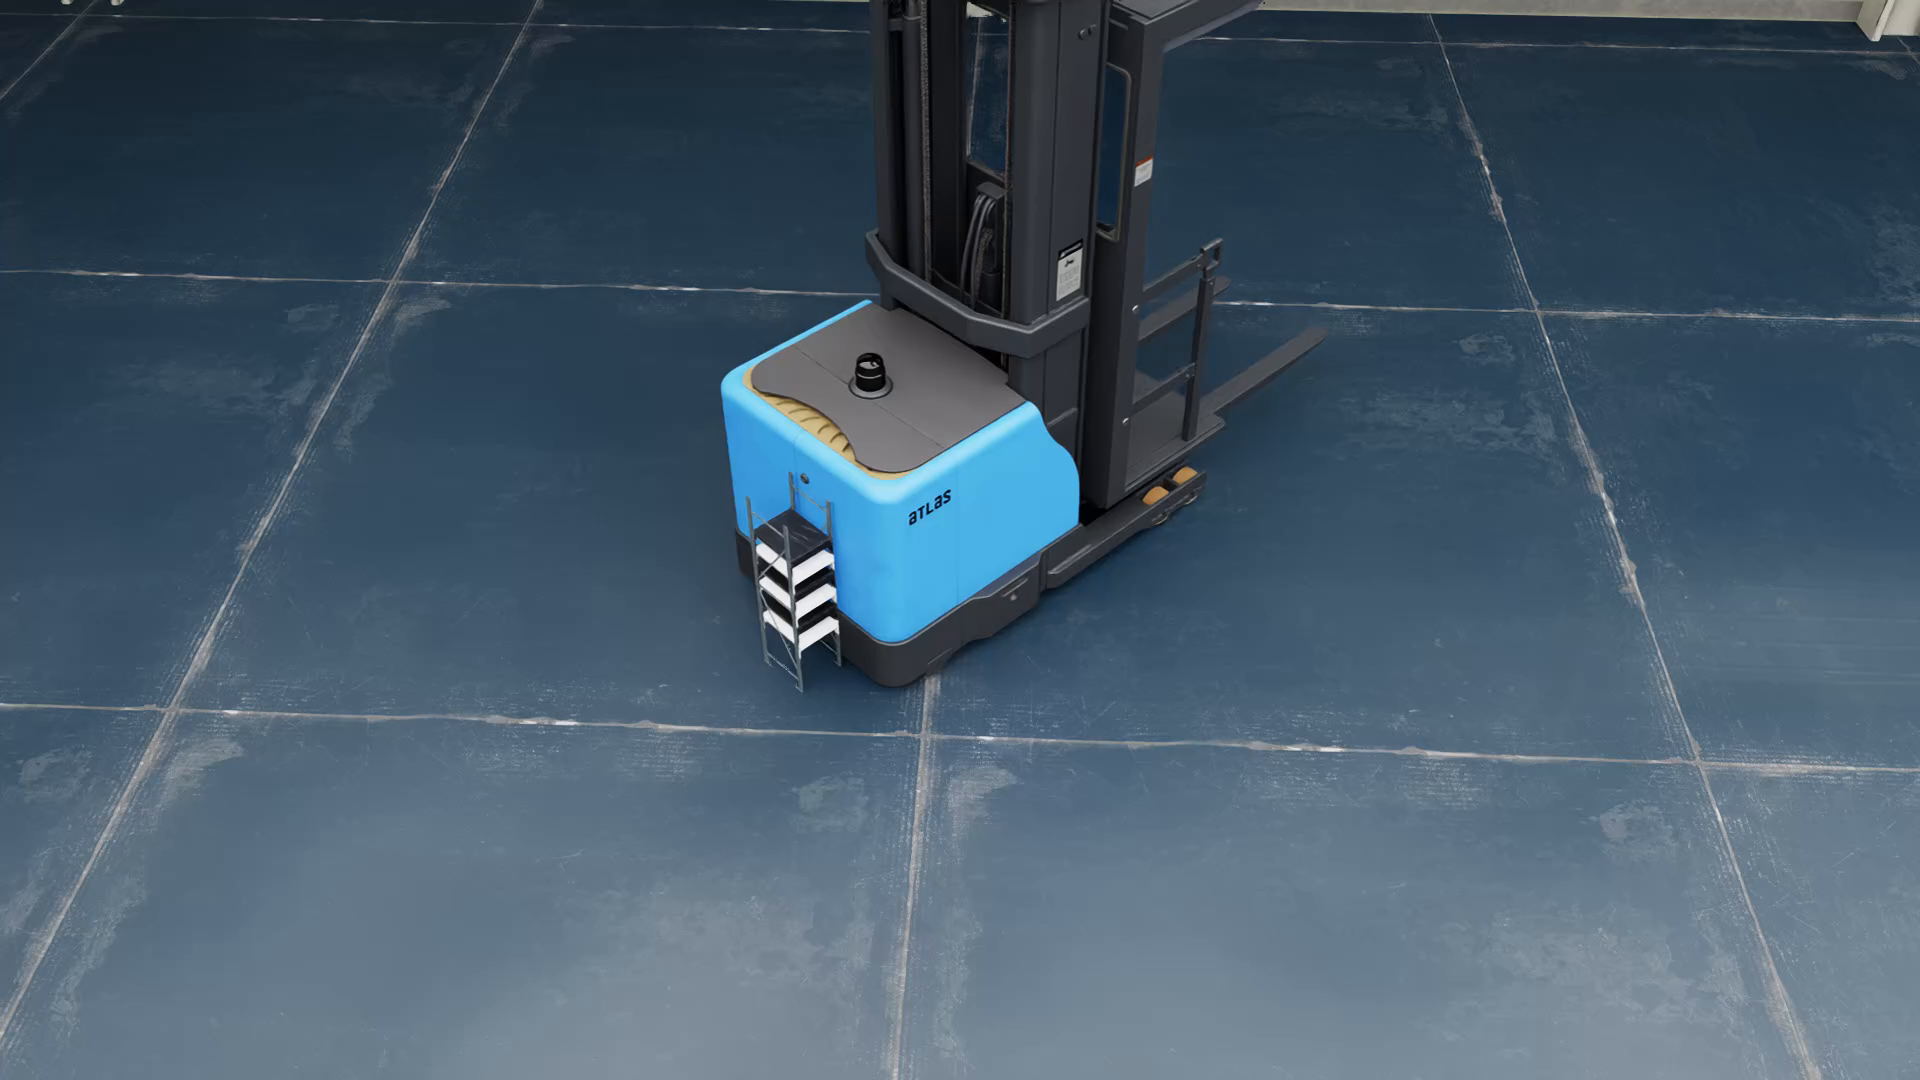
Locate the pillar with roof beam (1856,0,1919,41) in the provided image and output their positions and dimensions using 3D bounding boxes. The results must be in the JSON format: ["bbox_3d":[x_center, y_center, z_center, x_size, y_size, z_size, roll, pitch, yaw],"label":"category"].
[{"bbox_3d":[5.938,-3.710,4.716,0.400,9.000,9.100,2,43,2],"label":"pillar with roof beam"}]

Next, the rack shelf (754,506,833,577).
[{"bbox_3d":[-0.640,0.004,6.323,0.200,0.077,0.258,-33,52,-30],"label":"rack shelf"}]

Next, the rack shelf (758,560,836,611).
[{"bbox_3d":[-0.640,0.136,6.446,0.200,0.077,0.258,-33,52,-30],"label":"rack shelf"}]

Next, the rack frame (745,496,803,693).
[{"bbox_3d":[-0.714,0.225,6.433,0.006,0.900,0.240,-33,52,-30],"label":"rack frame"}]

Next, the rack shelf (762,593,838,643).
[{"bbox_3d":[-0.640,0.268,6.569,0.200,0.077,0.258,-33,52,-30],"label":"rack shelf"}]

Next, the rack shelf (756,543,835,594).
[{"bbox_3d":[-0.640,0.070,6.385,0.200,0.077,0.258,-33,52,-30],"label":"rack shelf"}]

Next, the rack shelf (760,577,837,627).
[{"bbox_3d":[-0.640,0.202,6.507,0.200,0.077,0.258,-33,52,-30],"label":"rack shelf"}]

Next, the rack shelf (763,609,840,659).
[{"bbox_3d":[-0.640,0.333,6.630,0.200,0.077,0.258,-33,52,-30],"label":"rack shelf"}]

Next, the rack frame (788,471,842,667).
[{"bbox_3d":[-0.566,0.130,6.536,0.006,0.900,0.240,-33,52,-30],"label":"rack frame"}]

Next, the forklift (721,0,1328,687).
[{"bbox_3d":[0.469,-1.376,6.663,3.031,2.935,1.130,-33,52,-30],"label":"forklift"}]

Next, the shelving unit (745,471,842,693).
[{"bbox_3d":[-0.640,0.177,6.485,0.210,0.900,0.258,-33,52,-30],"label":"shelving unit"}]
